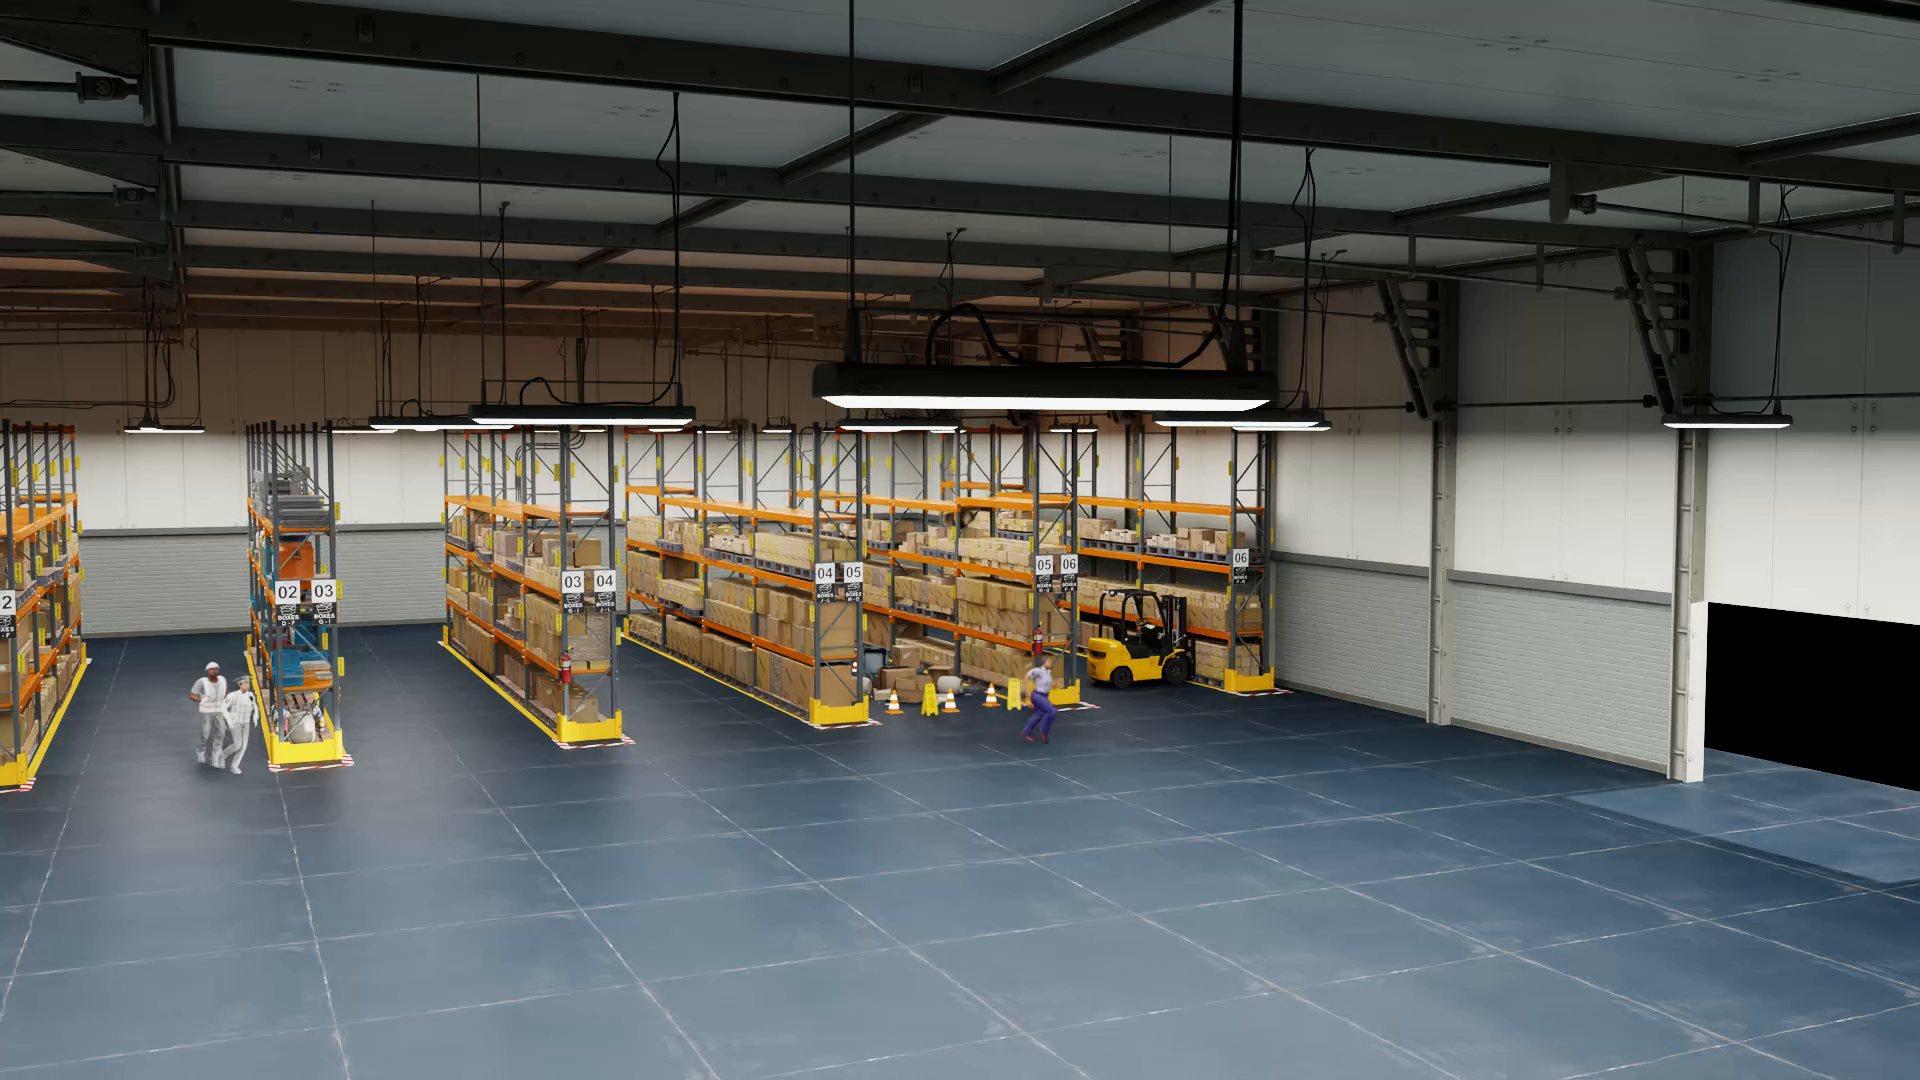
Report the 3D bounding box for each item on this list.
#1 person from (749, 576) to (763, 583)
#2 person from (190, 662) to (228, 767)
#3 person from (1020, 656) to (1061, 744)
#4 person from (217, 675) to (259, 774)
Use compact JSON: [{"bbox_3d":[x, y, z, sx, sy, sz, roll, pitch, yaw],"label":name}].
[{"bbox_3d":[-6.315,1.668,51.102,1.105,1.773,0.630,-1,4,-16],"label":"person"},{"bbox_3d":[-13.055,3.045,28.972,0.697,1.859,0.713,3,5,44],"label":"person"},{"bbox_3d":[1.496,2.973,30.938,0.784,1.644,0.630,2,4,24],"label":"person"},{"bbox_3d":[-12.297,3.128,28.415,0.532,1.640,0.653,2,4,33],"label":"person"}]
